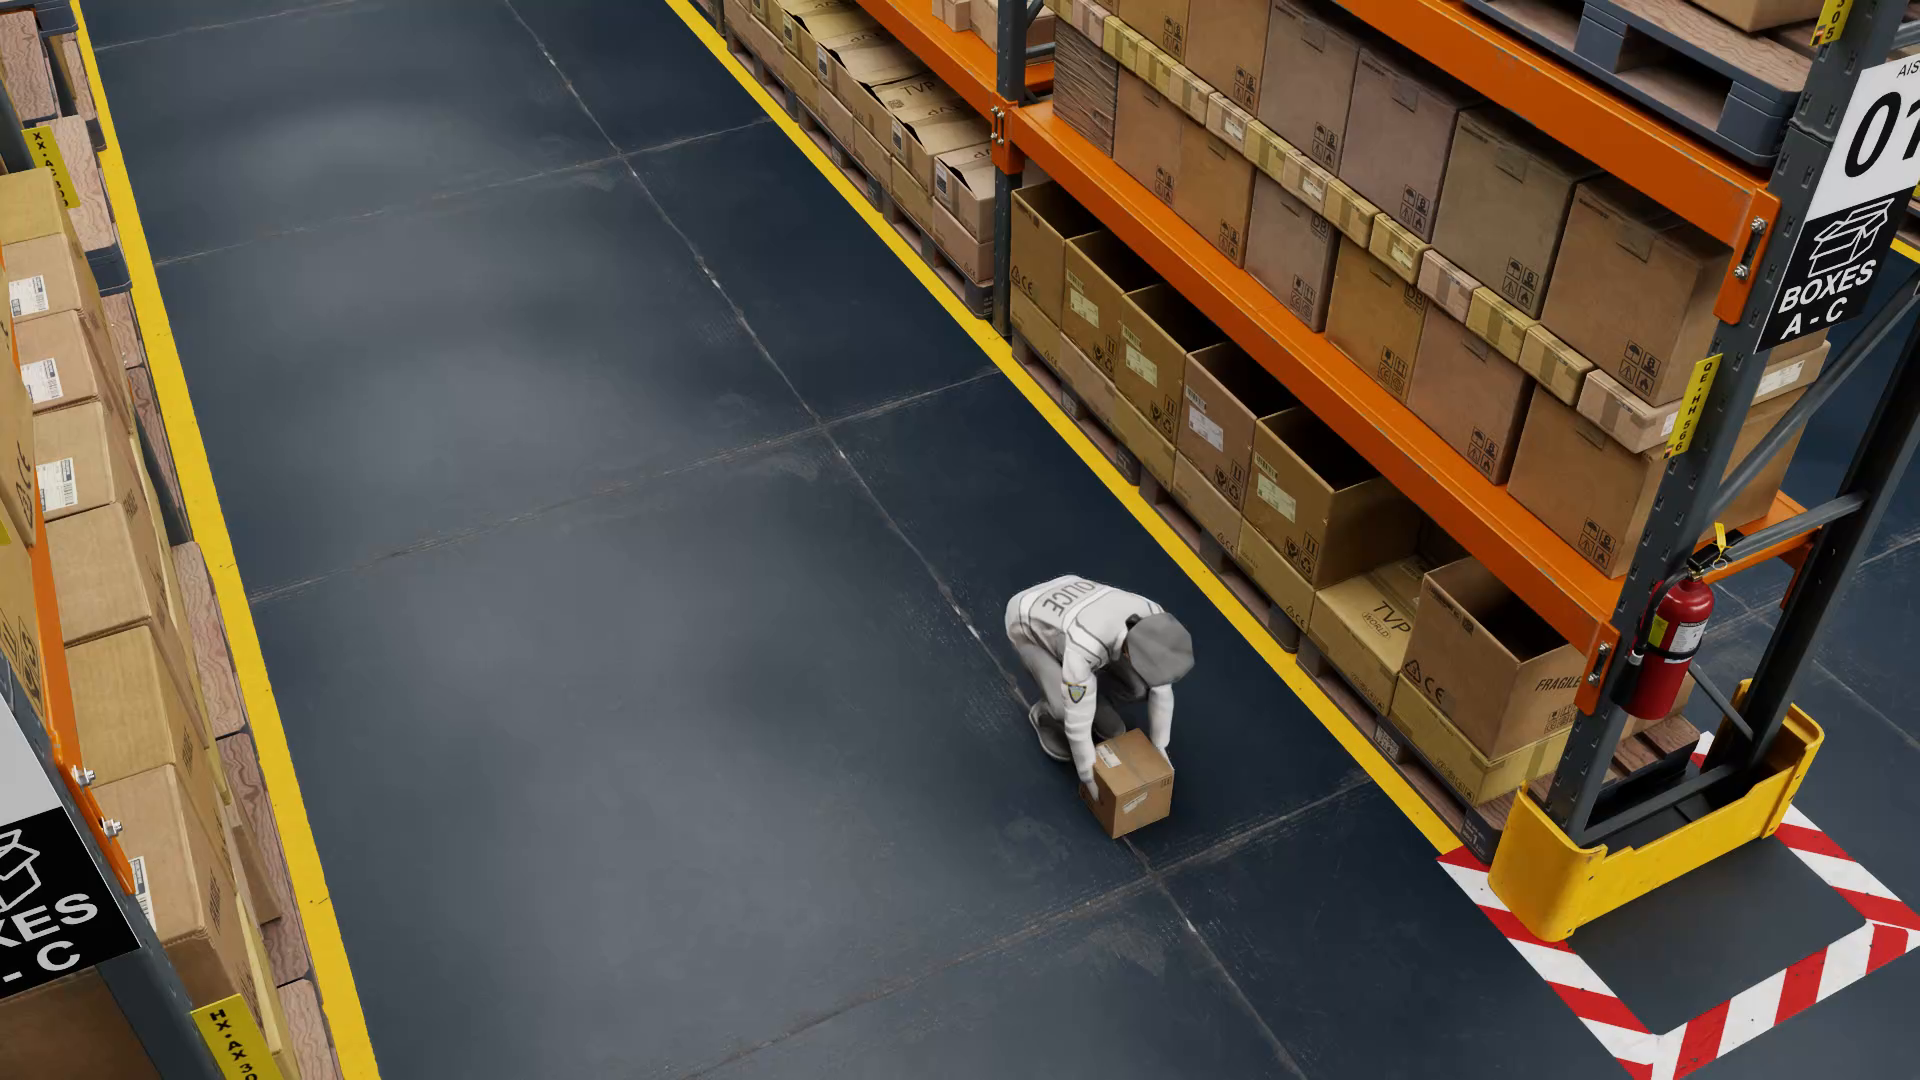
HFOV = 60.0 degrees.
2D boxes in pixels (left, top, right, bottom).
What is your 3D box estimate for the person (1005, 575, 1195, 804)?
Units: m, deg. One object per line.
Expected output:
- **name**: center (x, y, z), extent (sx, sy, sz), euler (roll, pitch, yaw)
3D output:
- **person**: center (0.514, 0.468, 6.224), extent (0.471, 0.886, 0.856), euler (-19, 45, -21)
